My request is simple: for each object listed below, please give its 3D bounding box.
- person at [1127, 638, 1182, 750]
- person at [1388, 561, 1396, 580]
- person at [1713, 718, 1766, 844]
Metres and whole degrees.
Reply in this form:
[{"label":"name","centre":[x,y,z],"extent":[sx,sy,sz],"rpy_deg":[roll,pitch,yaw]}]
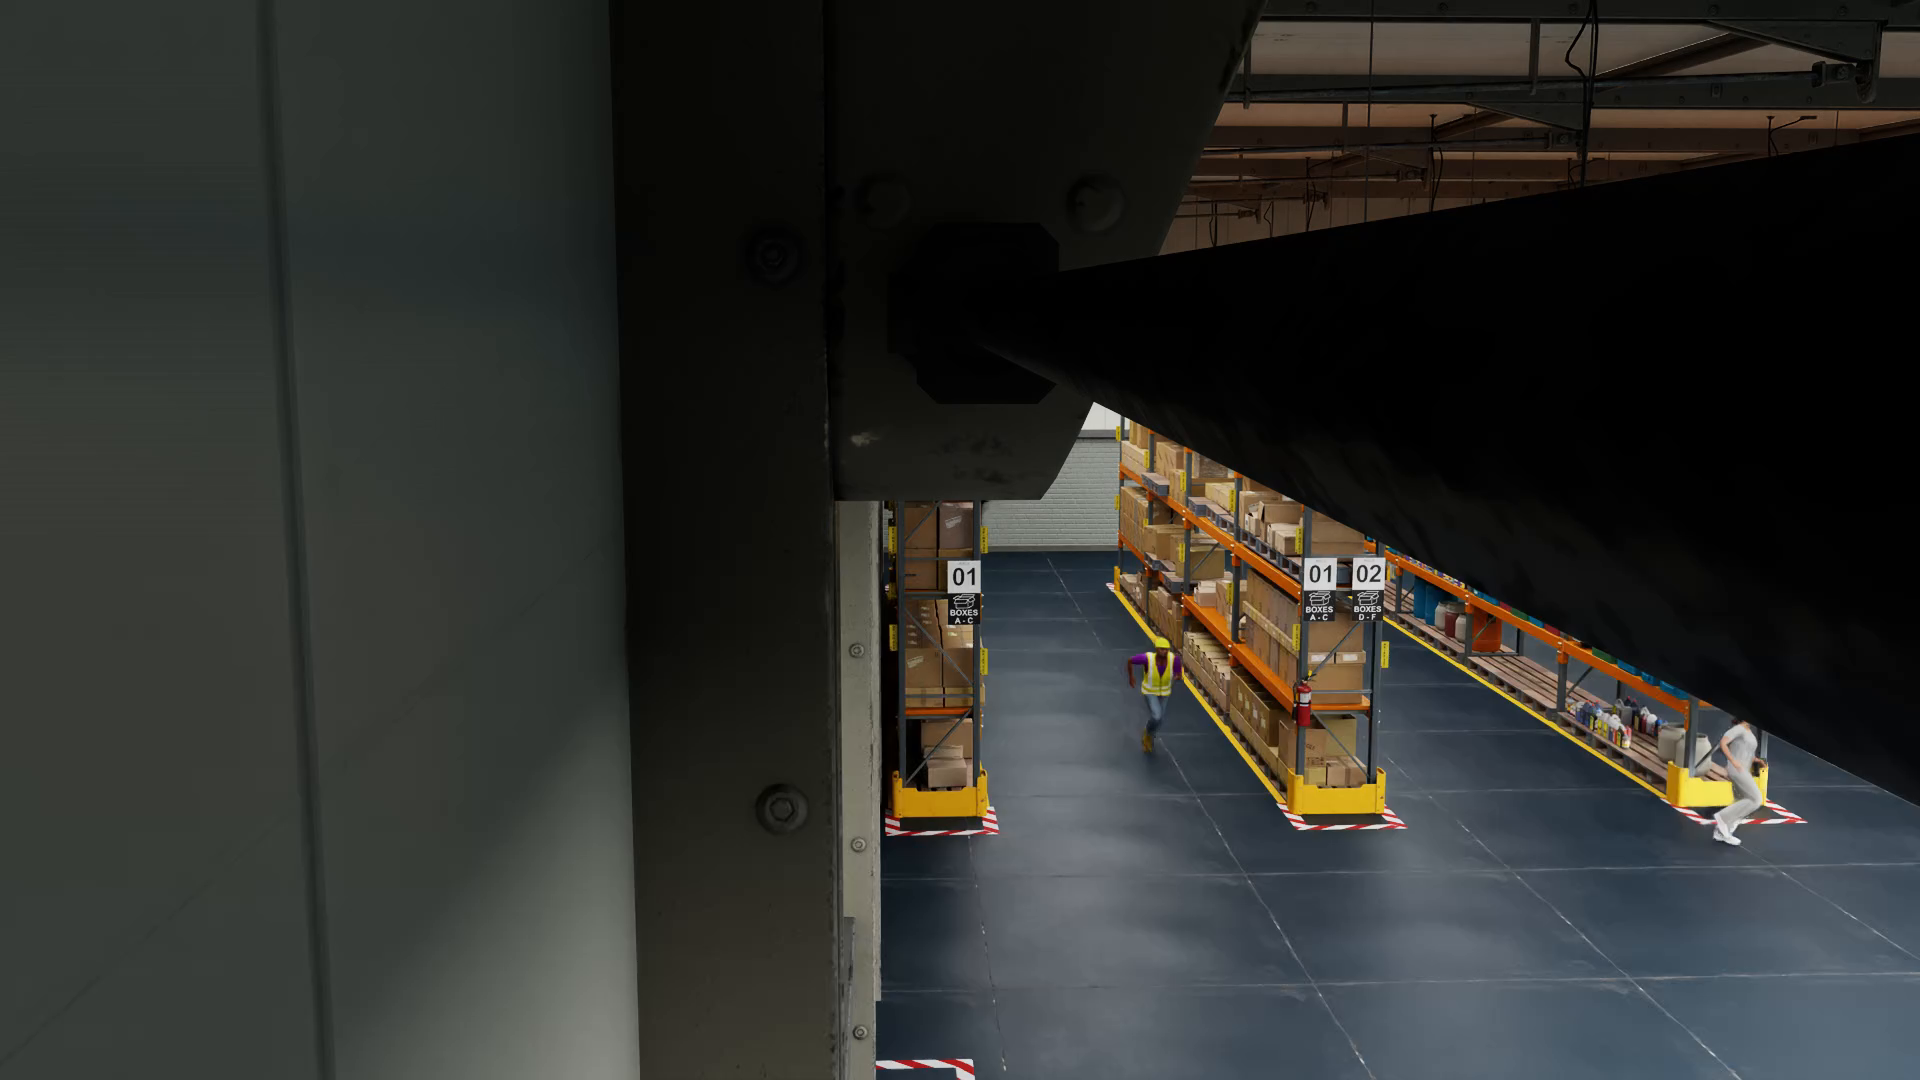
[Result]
[{"label":"person","centre":[2.734,2.160,23.160],"extent":[0.682,1.678,0.845],"rpy_deg":[-3,9,-18]},{"label":"person","centre":[9.825,0.064,37.654],"extent":[0.644,1.730,0.781],"rpy_deg":[5,10,31]},{"label":"person","centre":[9.206,2.734,19.561],"extent":[0.502,1.619,0.591],"rpy_deg":[5,10,33]}]
